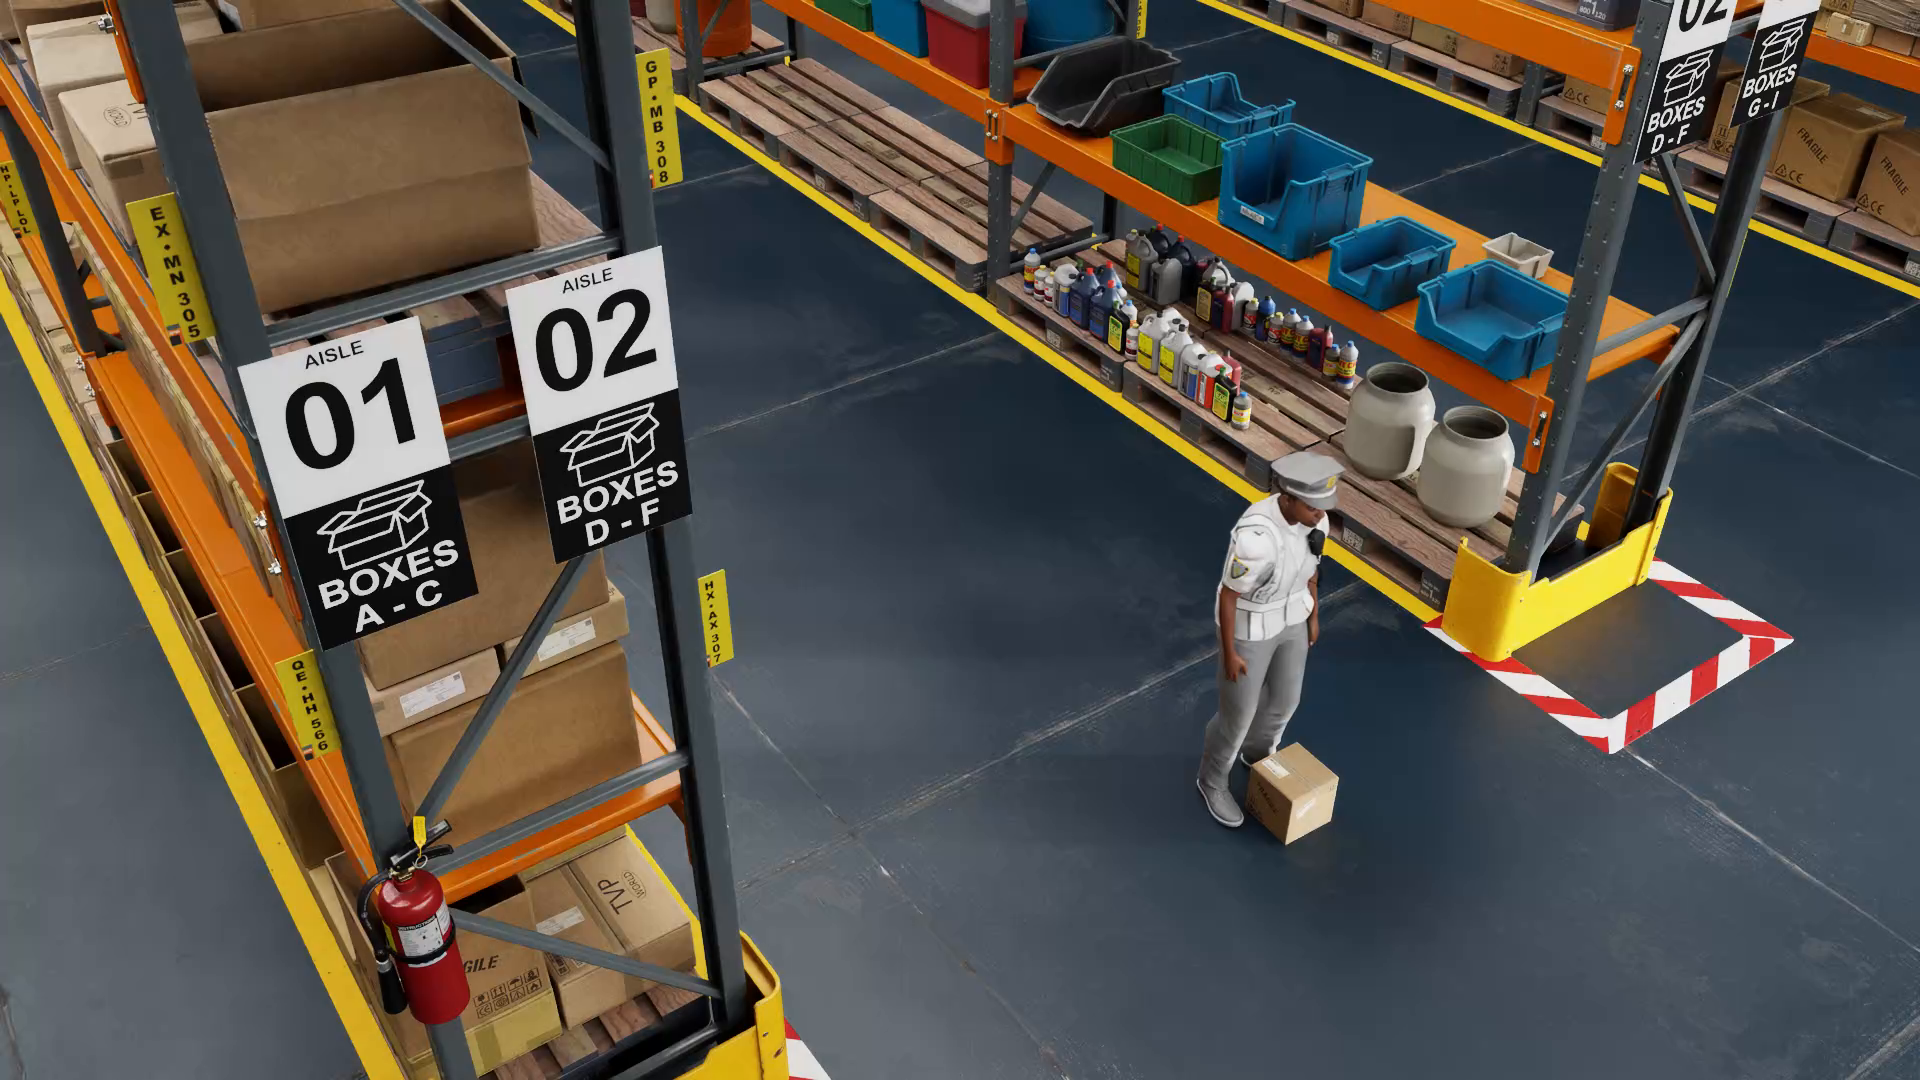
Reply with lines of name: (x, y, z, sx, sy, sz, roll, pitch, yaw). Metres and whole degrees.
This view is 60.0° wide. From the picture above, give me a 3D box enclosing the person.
person: (1.204, 0.359, 6.517, 0.505, 1.659, 0.393, -22, 42, -27)
